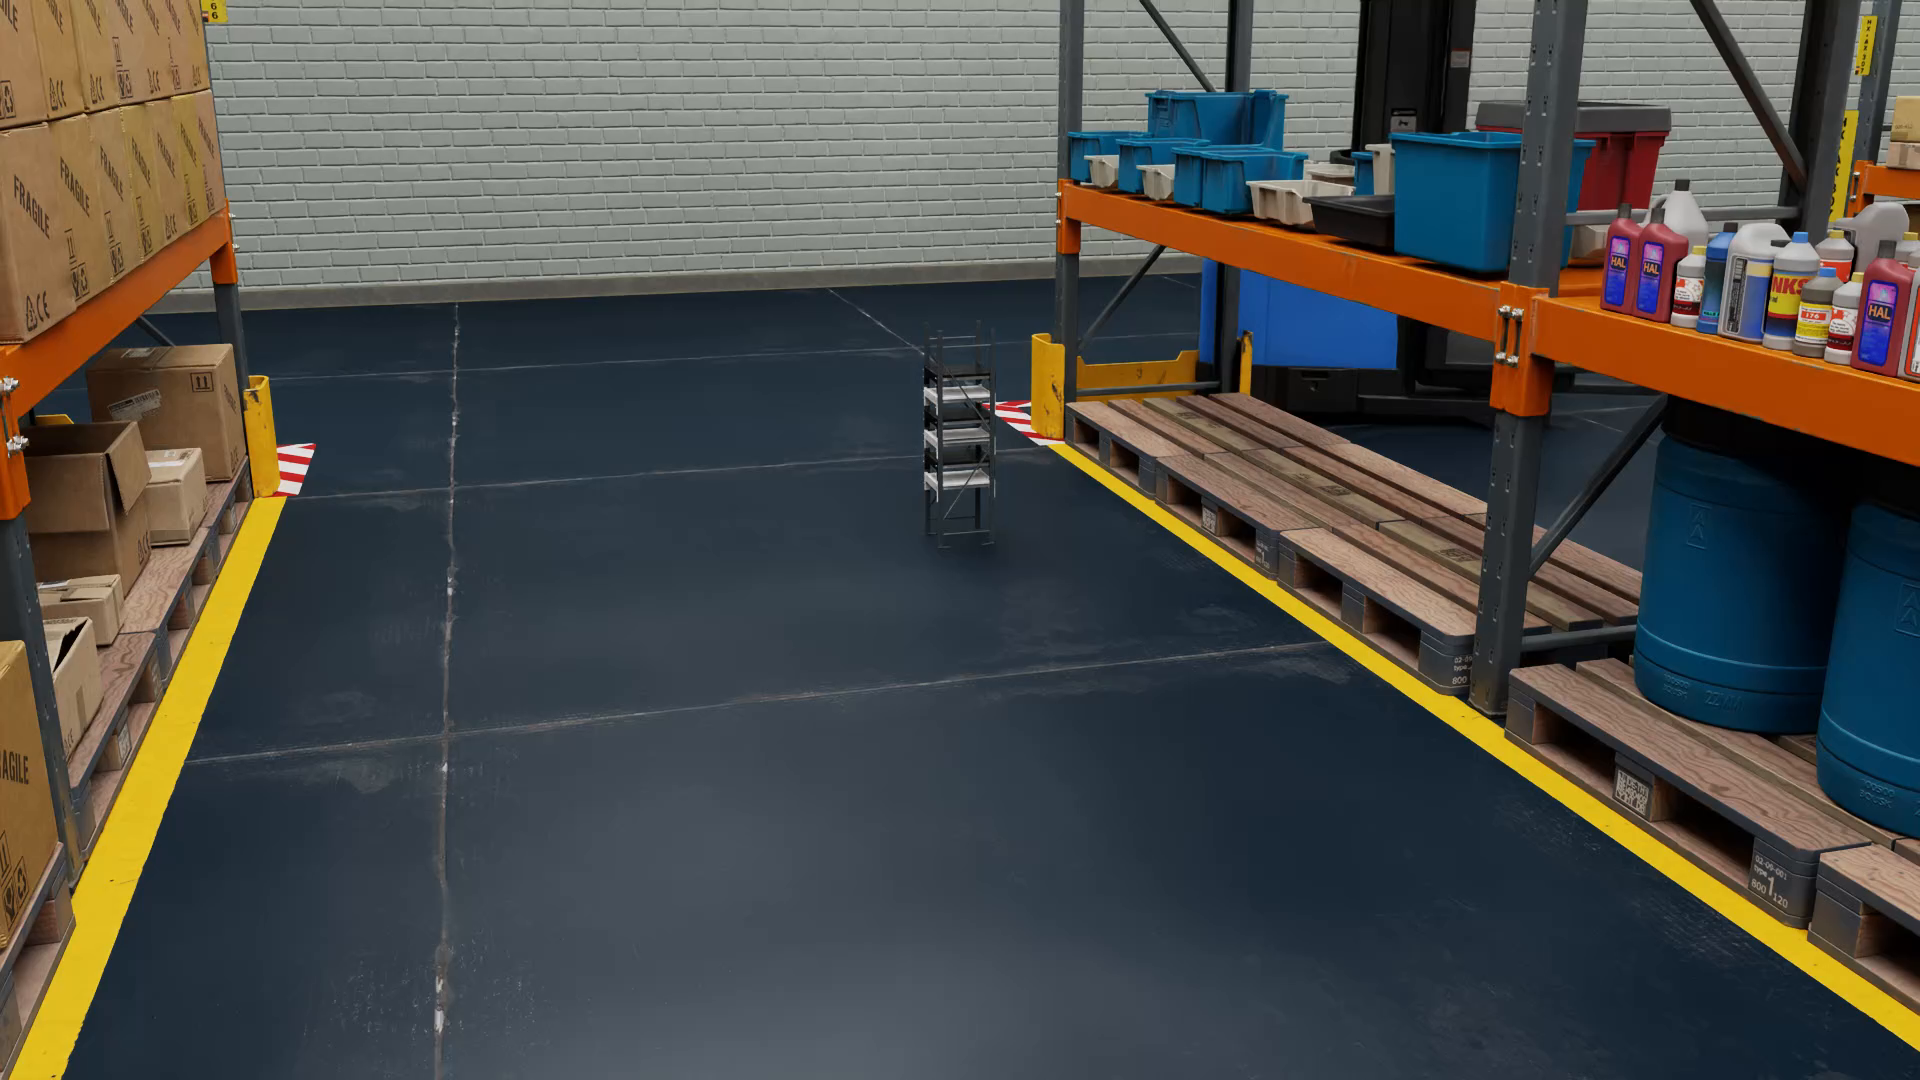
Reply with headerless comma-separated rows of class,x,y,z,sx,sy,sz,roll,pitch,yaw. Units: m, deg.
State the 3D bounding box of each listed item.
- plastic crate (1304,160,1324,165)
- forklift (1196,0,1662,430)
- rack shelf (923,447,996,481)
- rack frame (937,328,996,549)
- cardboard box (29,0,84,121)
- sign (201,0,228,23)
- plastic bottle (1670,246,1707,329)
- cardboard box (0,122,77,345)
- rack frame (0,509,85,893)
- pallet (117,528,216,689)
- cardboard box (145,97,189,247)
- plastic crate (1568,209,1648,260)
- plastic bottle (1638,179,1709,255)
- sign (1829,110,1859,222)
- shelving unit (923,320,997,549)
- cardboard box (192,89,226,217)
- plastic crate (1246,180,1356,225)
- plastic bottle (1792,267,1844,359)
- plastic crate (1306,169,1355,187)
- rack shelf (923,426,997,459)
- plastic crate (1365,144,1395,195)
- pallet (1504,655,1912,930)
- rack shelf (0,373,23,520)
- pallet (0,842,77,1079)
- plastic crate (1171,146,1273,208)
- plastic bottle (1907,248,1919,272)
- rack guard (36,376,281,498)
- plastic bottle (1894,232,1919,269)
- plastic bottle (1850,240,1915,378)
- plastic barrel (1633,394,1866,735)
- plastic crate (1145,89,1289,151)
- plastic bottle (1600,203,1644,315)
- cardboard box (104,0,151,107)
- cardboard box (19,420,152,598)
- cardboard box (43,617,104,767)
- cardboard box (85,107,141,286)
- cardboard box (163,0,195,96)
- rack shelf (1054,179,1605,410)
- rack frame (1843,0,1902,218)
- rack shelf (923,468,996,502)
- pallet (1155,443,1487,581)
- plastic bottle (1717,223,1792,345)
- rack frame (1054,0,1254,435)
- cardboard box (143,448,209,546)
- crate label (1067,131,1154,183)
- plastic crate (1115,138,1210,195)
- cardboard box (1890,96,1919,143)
plastic crate,1.458,-1.658,7.612,0.396,0.136,0.243,-5,17,-15
forklift,2.869,-2.145,9.000,3.031,2.935,1.130,3,17,9
rack shelf,-0.002,-0.315,6.866,0.258,0.077,0.200,-5,17,-15
rack frame,0.026,-0.405,6.736,0.240,0.900,0.006,-5,17,-15
cardboard box,-2.671,-1.373,4.398,0.500,0.500,0.500,-5,18,-17
sign,-3.230,-2.402,7.172,0.100,0.325,0.005,-5,17,-15
plastic bottle,1.870,-0.644,4.228,0.097,0.201,0.097,0,17,0
cardboard box,-2.548,-0.762,4.100,0.500,0.500,0.500,-4,17,-14
rack frame,-2.670,-0.551,3.573,1.000,3.000,0.127,-5,17,-15
pallet,-3.197,0.256,5.732,1.003,0.211,1.213,-5,17,-15
cardboard box,-3.107,-1.321,5.964,0.500,0.500,0.500,-5,17,-15
plastic crate,2.103,-0.984,5.369,0.396,0.136,0.243,-5,17,-15
plastic bottle,1.890,-0.784,4.434,0.144,0.351,0.185,-5,17,-15
sign,2.623,-1.117,4.976,0.100,0.325,0.005,-5,17,-15
shelving unit,-0.002,-0.433,6.830,0.258,0.900,0.210,-5,17,-15
cardboard box,-3.385,-1.603,6.901,0.500,0.500,0.500,-4,17,-14
plastic crate,1.326,-1.302,6.427,0.293,0.136,0.466,-5,17,-15
plastic bottle,1.987,-0.526,3.835,0.097,0.201,0.097,0,17,0
plastic crate,1.657,-1.503,7.094,0.298,0.136,0.250,-5,17,-15
rack shelf,-0.002,-0.401,6.840,0.258,0.077,0.200,-5,17,-15
plastic crate,1.851,-1.351,6.336,0.437,0.282,0.530,-5,17,-15
pallet,2.266,0.610,4.553,1.003,0.211,1.213,-5,17,-15
rack shelf,-2.120,0.347,1.835,1.077,0.370,4.000,-5,17,-15
pallet,-2.410,1.006,3.235,1.003,0.211,1.213,-5,17,-15
plastic crate,1.107,-1.538,7.046,0.416,0.233,0.300,-5,17,-15
plastic bottle,2.549,-0.692,4.386,0.097,0.201,0.097,0,17,0
rack guard,-3.749,-0.439,7.546,1.175,0.500,0.348,-5,17,-15
plastic bottle,2.571,-0.733,4.524,0.097,0.201,0.097,0,17,0
plastic bottle,2.028,-0.505,3.622,0.061,0.283,0.133,-5,17,-15
plastic barrel,2.227,0.014,4.609,0.600,0.901,0.708,-5,17,-15
plastic crate,1.266,-2.016,8.284,0.616,0.435,0.499,-5,17,-15
plastic bottle,1.784,-0.751,4.440,0.061,0.283,0.133,-5,17,-15
cardboard box,-2.955,-1.658,5.347,0.500,0.500,0.500,-4,17,-14
cardboard box,-3.191,-0.086,5.597,0.797,0.503,0.637,-5,17,-15
cardboard box,-2.577,0.393,4.340,0.500,0.311,0.500,-5,17,-15
cardboard box,-2.827,-1.042,5.032,0.500,0.500,0.500,-5,17,-16
cardboard box,-3.243,-1.943,6.296,0.500,0.500,0.500,-4,17,-14
rack shelf,1.544,-1.150,6.818,1.077,0.370,4.000,-5,17,-15
rack frame,5.757,-2.440,9.860,1.000,3.000,0.127,-5,17,-15
rack shelf,-0.002,-0.229,6.891,0.258,0.077,0.200,-5,17,-15
pallet,1.515,-0.145,7.067,1.003,0.211,1.213,-5,17,-15
plastic bottle,1.955,-0.623,4.028,0.152,0.276,0.135,-5,17,-15
rack frame,0.994,-2.048,8.557,1.000,3.000,0.127,-5,17,-15
cardboard box,-3.151,-0.155,6.270,0.500,0.250,0.500,-5,17,-15
crate label,0.746,-1.902,8.258,0.416,0.233,0.303,-5,17,-15
plastic crate,0.926,-1.720,7.652,0.416,0.233,0.300,-5,17,-15
cardboard box,5.629,-2.356,9.326,0.500,0.250,0.500,-5,17,-17
